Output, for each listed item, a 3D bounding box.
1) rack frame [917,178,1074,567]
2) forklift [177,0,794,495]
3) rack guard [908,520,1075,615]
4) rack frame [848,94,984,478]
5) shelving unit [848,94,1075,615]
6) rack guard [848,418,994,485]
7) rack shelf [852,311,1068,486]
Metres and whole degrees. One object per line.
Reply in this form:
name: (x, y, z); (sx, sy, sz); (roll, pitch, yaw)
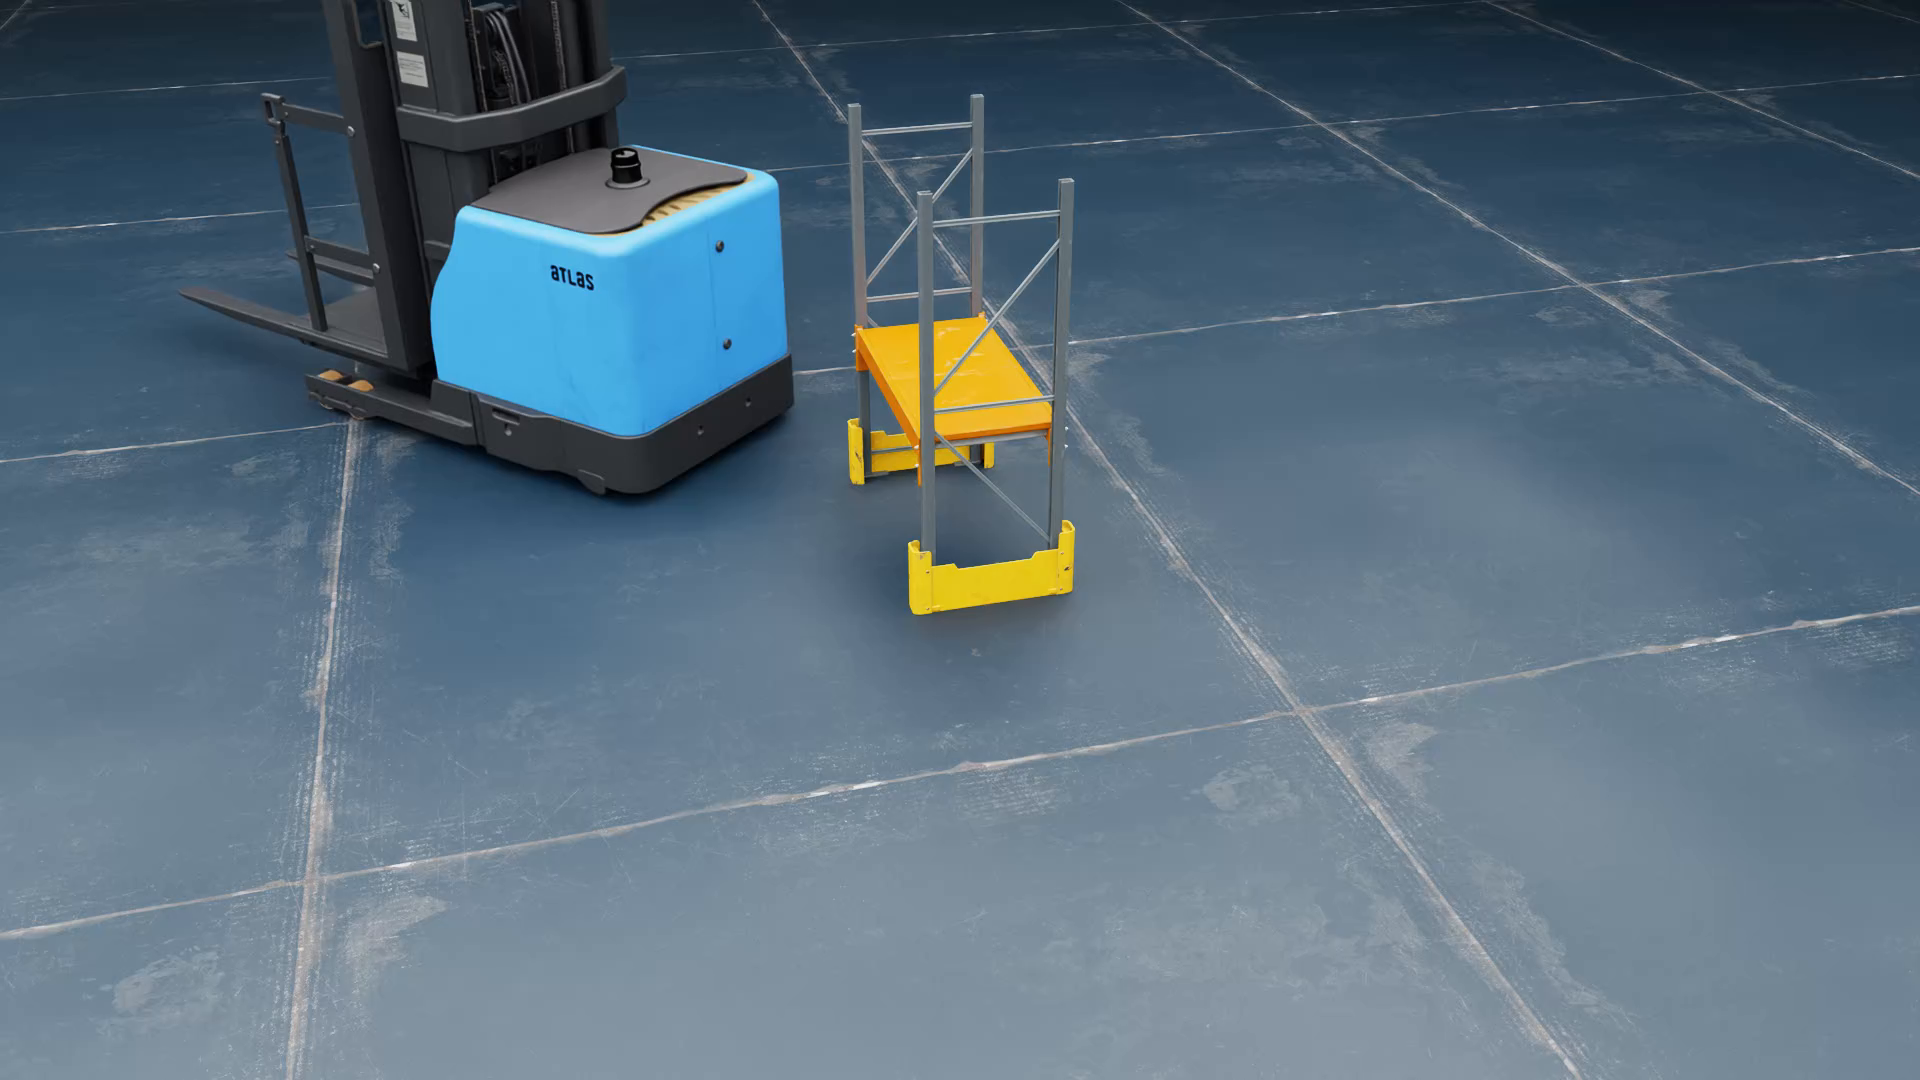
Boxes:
rack frame: (0.112, -0.445, 5.521); (0.500, 1.500, 0.032); (-8, 31, -13)
forklift: (-2.232, -1.990, 6.762); (3.031, 2.935, 1.130); (17, 34, 27)
rack guard: (0.112, 0.096, 5.835); (0.587, 0.250, 0.087); (-8, 31, -13)
rack frame: (-0.158, -0.936, 6.370); (0.500, 1.500, 0.032); (-8, 31, -13)
shelving unit: (-0.020, -0.686, 5.938); (0.587, 1.500, 1.083); (-8, 31, -13)
rack guard: (-0.152, -0.386, 6.667); (0.587, 0.250, 0.087); (-8, 31, -13)
rack shelf: (-0.023, -0.535, 6.036); (0.538, 0.185, 1.000); (-8, 31, -13)
